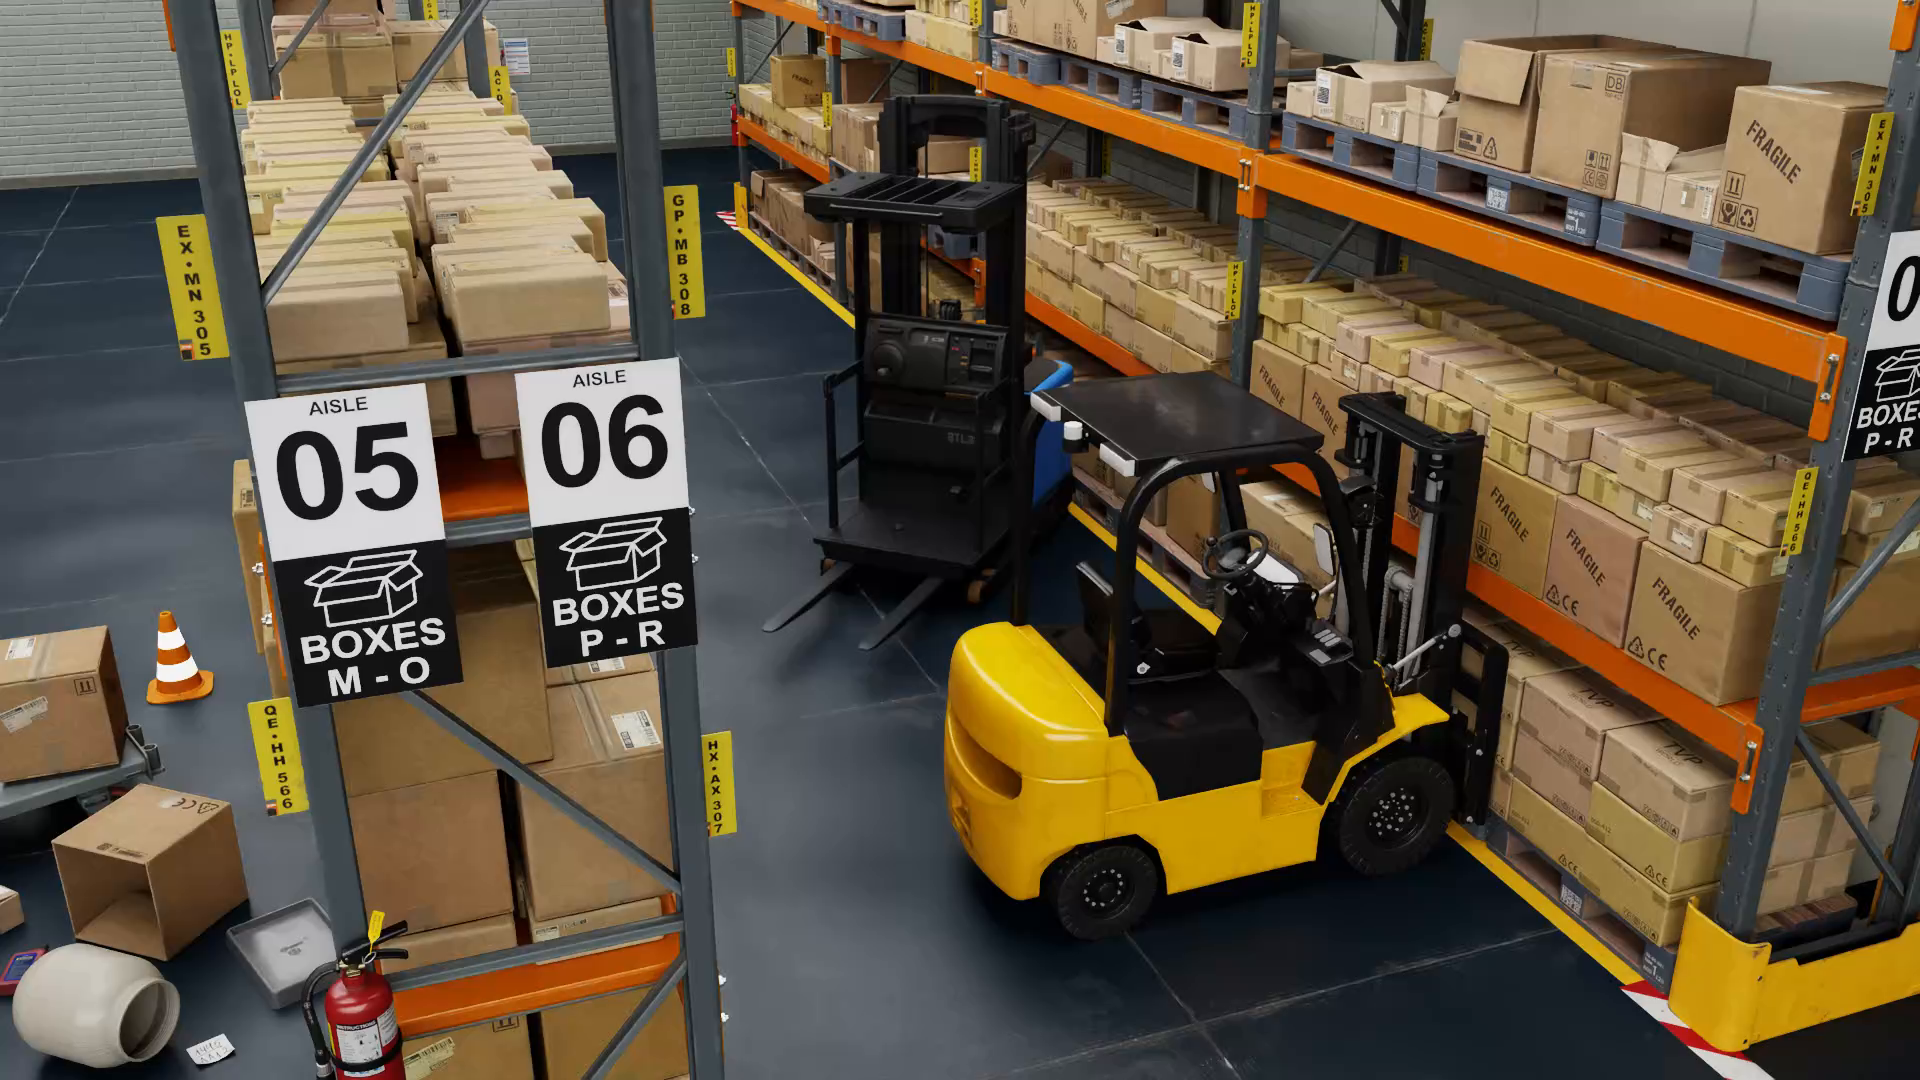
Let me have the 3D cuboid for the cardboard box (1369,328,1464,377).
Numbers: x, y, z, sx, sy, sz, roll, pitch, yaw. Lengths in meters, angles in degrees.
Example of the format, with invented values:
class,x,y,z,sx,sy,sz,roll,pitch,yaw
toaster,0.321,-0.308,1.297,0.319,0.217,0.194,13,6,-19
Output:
class,x,y,z,sx,sy,sz,roll,pitch,yaw
cardboard box,2.263,-0.931,8.249,0.380,0.149,0.250,-9,24,-20

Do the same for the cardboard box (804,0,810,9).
class,x,y,z,sx,sy,sz,roll,pitch,yaw
cardboard box,-1.359,-5.429,16.730,0.380,0.149,0.250,-8,24,-17

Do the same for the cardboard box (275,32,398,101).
class,x,y,z,sx,sy,sz,roll,pitch,yaw
cardboard box,-2.926,-2.225,7.814,0.500,0.250,0.500,-8,24,-18

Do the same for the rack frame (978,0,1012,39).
class,x,y,z,sx,sy,sz,roll,pitch,yaw
rack frame,0.627,-5.195,11.990,1.000,3.000,0.127,-8,24,-19

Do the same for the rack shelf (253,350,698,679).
class,x,y,z,sx,sy,sz,roll,pitch,yaw
rack shelf,-1.895,-0.619,5.921,1.077,0.370,4.000,-8,24,-19

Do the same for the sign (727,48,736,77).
class,x,y,z,sx,sy,sz,roll,pitch,yaw
sign,-2.706,-5.662,19.707,0.100,0.325,0.005,-8,24,-19

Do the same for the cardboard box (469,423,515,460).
class,x,y,z,sx,sy,sz,roll,pitch,yaw
cardboard box,-1.179,-0.356,4.694,0.380,0.149,0.250,-9,25,-21

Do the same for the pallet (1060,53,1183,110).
class,x,y,z,sx,sy,sz,roll,pitch,yaw
pallet,1.348,-3.086,11.090,1.003,0.211,1.213,-7,24,-17

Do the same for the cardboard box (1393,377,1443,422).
class,x,y,z,sx,sy,sz,roll,pitch,yaw
cardboard box,2.332,-0.701,8.088,0.380,0.149,0.250,-9,25,-21

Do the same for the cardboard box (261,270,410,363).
class,x,y,z,sx,sy,sz,roll,pitch,yaw
cardboard box,-1.585,-0.558,4.146,0.380,0.149,0.250,-8,24,-18

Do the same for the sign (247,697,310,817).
class,x,y,z,sx,sy,sz,roll,pitch,yaw
sign,-1.715,0.548,4.190,0.100,0.325,0.005,-8,24,-19

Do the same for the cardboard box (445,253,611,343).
class,x,y,z,sx,sy,sz,roll,pitch,yaw
cardboard box,-1.124,-0.633,4.323,0.380,0.149,0.250,-9,24,-19

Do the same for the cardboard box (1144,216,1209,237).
class,x,y,z,sx,sy,sz,roll,pitch,yaw
cardboard box,1.492,-2.130,11.478,0.380,0.149,0.250,-8,24,-17

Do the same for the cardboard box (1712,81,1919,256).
class,x,y,z,sx,sy,sz,roll,pitch,yaw
cardboard box,3.069,-1.319,5.858,0.500,0.500,0.500,-8,24,-17

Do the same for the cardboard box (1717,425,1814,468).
class,x,y,z,sx,sy,sz,roll,pitch,yaw
cardboard box,3.367,-0.351,6.874,0.380,0.149,0.250,-8,24,-18

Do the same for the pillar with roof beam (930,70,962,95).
class,x,y,z,sx,sy,sz,roll,pitch,yaw
pillar with roof beam,-4.216,-6.435,14.930,9.100,9.000,0.400,-8,24,-19

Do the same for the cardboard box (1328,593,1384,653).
class,x,y,z,sx,sy,sz,roll,pitch,yaw
cardboard box,2.269,0.451,8.674,0.500,0.250,0.500,-9,24,-19

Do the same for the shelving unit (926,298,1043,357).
class,x,y,z,sx,sy,sz,roll,pitch,yaw
shelving unit,0.169,-1.111,12.438,0.538,1.125,1.048,-9,24,-20

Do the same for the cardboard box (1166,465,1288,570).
class,x,y,z,sx,sy,sz,roll,pitch,yaw
cardboard box,1.846,-0.265,10.532,0.875,0.625,0.625,-7,24,-17

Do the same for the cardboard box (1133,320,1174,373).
class,x,y,z,sx,sy,sz,roll,pitch,yaw
cardboard box,1.435,-1.237,10.517,0.500,0.250,0.500,-8,24,-19

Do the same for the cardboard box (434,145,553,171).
class,x,y,z,sx,sy,sz,roll,pitch,yaw
cardboard box,-1.649,-1.293,5.891,0.380,0.149,0.250,-8,24,-18

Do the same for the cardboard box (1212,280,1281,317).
class,x,y,z,sx,sy,sz,roll,pitch,yaw
cardboard box,1.712,-1.416,9.783,0.380,0.149,0.250,-7,24,-17

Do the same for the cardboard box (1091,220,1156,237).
class,x,y,z,sx,sy,sz,roll,pitch,yaw
cardboard box,1.112,-2.071,11.337,0.380,0.149,0.250,-8,24,-19

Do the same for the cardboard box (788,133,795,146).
class,x,y,z,sx,sy,sz,roll,pitch,yaw
cardboard box,-1.663,-4.413,18.181,0.380,0.149,0.250,-8,24,-19

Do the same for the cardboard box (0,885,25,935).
class,x,y,z,sx,sy,sz,roll,pitch,yaw
cardboard box,-4.322,1.555,7.218,0.396,0.266,0.258,12,26,27

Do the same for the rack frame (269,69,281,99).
class,x,y,z,sx,sy,sz,roll,pitch,yaw
rack frame,-4.015,-1.748,11.536,1.000,3.000,0.127,-8,24,-19

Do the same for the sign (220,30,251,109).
class,x,y,z,sx,sy,sz,roll,pitch,yaw
sign,-3.120,-2.019,7.144,0.100,0.325,0.005,-8,24,-19

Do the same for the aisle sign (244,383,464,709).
class,x,y,z,sx,sy,sz,roll,pitch,yaw
aisle sign,-1.438,0.023,3.987,0.394,0.787,0.004,-8,24,-19

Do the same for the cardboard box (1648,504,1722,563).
class,x,y,z,sx,sy,sz,roll,pitch,yaw
cardboard box,2.951,-0.045,6.531,0.380,0.149,0.250,-8,24,-18

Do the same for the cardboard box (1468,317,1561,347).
class,x,y,z,sx,sy,sz,roll,pitch,yaw
cardboard box,2.812,-1.014,8.448,0.380,0.149,0.250,-9,24,-20

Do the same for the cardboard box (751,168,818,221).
class,x,y,z,sx,sy,sz,roll,pitch,yaw
cardboard box,-2.071,-4.145,19.897,0.797,0.503,0.637,-9,25,-21

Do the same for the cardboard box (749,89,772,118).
class,x,y,z,sx,sy,sz,roll,pitch,yaw
cardboard box,-2.112,-5.020,19.110,0.500,0.250,0.500,-8,24,-18

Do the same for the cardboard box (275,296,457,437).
class,x,y,z,sx,sy,sz,roll,pitch,yaw
cardboard box,-1.622,-0.441,4.382,0.500,0.250,0.500,-9,24,-20

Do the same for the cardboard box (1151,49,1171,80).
class,x,y,z,sx,sy,sz,roll,pitch,yaw
cardboard box,1.368,-2.841,9.921,0.380,0.149,0.250,-8,24,-19

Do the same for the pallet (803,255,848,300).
class,x,y,z,sx,sy,sz,roll,pitch,yaw
pallet,-1.028,-2.849,17.737,1.003,0.211,1.213,-8,24,-19

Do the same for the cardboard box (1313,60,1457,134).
class,x,y,z,sx,sy,sz,roll,pitch,yaw
cardboard box,2.106,-2.222,8.244,0.500,0.311,0.500,-8,24,-18

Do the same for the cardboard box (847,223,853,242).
class,x,y,z,sx,sy,sz,roll,pitch,yaw
cardboard box,-0.908,-3.058,16.485,0.380,0.149,0.250,-7,24,-16

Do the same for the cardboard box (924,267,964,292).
class,x,y,z,sx,sy,sz,roll,pitch,yaw
cardboard box,-0.101,-2.305,14.700,0.380,0.149,0.250,-9,24,-20

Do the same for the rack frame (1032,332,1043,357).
class,x,y,z,sx,sy,sz,roll,pitch,yaw
rack frame,0.355,-0.927,12.002,0.500,1.125,0.032,-9,24,-20

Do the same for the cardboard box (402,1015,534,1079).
class,x,y,z,sx,sy,sz,roll,pitch,yaw
cardboard box,-1.716,1.631,5.552,0.500,0.500,0.500,-8,24,-19

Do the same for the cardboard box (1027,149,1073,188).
class,x,y,z,sx,sy,sz,roll,pitch,yaw
cardboard box,0.592,-2.879,13.549,0.500,0.500,0.500,-7,24,-17

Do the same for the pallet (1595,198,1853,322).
class,x,y,z,sx,sy,sz,roll,pitch,yaw
pallet,3.228,-1.126,6.311,1.003,0.211,1.213,-8,24,-19

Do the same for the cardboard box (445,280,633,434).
class,x,y,z,sx,sy,sz,roll,pitch,yaw
cardboard box,-1.117,-0.511,4.548,0.500,0.250,0.500,-9,24,-20

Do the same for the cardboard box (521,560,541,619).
class,x,y,z,sx,sy,sz,roll,pitch,yaw
cardboard box,-1.464,0.392,5.945,0.500,0.500,0.500,-9,24,-20

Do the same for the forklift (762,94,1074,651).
class,x,y,z,sx,sy,sz,roll,pitch,yaw
forklift,-0.240,-1.125,10.146,1.130,2.935,3.031,9,25,21

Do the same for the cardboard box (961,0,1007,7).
class,x,y,z,sx,sy,sz,roll,pitch,yaw
cardboard box,0.229,-4.149,12.666,0.380,0.149,0.250,-8,24,-17

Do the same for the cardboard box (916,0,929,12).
class,x,y,z,sx,sy,sz,roll,pitch,yaw
cardboard box,-0.153,-4.494,13.869,0.380,0.149,0.250,-8,24,-17

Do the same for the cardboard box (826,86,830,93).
class,x,y,z,sx,sy,sz,roll,pitch,yaw
cardboard box,-1.607,-5.087,19.268,0.500,0.250,0.500,-8,24,-19

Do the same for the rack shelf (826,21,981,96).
class,x,y,z,sx,sy,sz,roll,pitch,yaw
rack shelf,-0.079,-4.208,14.436,1.077,0.370,4.000,-8,24,-19

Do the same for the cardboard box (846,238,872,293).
class,x,y,z,sx,sy,sz,roll,pitch,yaw
cardboard box,-0.825,-2.719,16.517,0.500,0.500,0.500,-7,24,-17

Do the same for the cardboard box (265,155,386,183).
class,x,y,z,sx,sy,sz,roll,pitch,yaw
cardboard box,-2.170,-1.216,5.708,0.380,0.149,0.250,-8,24,-18

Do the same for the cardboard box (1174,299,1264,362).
class,x,y,z,sx,sy,sz,roll,pitch,yaw
cardboard box,1.628,-1.282,9.979,0.500,0.250,0.500,-9,24,-20

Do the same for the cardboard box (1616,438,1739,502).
class,x,y,z,sx,sy,sz,roll,pitch,yaw
cardboard box,2.896,-0.284,6.715,0.380,0.149,0.250,-8,24,-18

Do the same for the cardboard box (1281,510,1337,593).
class,x,y,z,sx,sy,sz,roll,pitch,yaw
cardboard box,2.089,0.041,9.002,0.500,0.250,0.500,-8,24,-19

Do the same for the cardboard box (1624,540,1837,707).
class,x,y,z,sx,sy,sz,roll,pitch,yaw
cardboard box,3.034,0.287,6.578,0.500,0.500,0.500,-9,24,-20

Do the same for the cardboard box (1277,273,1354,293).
class,x,y,z,sx,sy,sz,roll,pitch,yaw
cardboard box,2.117,-1.479,9.934,0.380,0.149,0.250,-9,24,-20
